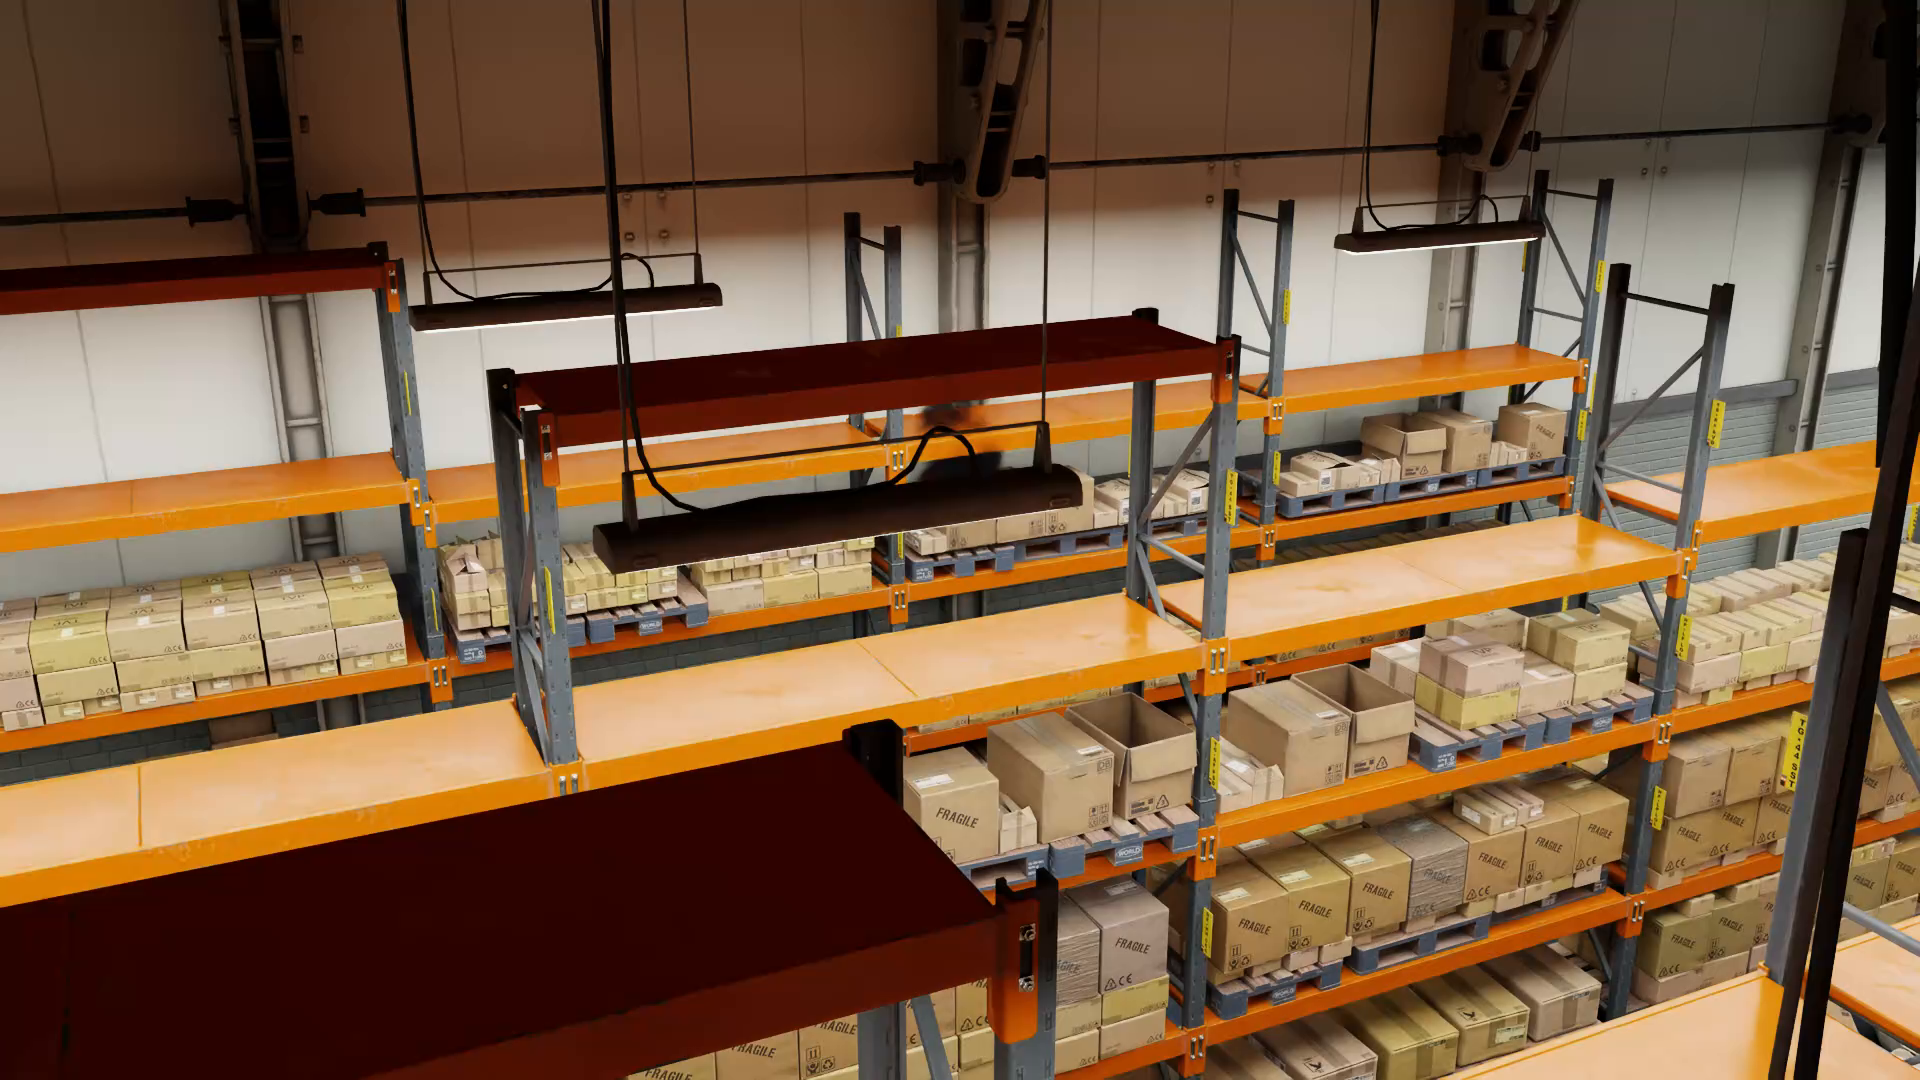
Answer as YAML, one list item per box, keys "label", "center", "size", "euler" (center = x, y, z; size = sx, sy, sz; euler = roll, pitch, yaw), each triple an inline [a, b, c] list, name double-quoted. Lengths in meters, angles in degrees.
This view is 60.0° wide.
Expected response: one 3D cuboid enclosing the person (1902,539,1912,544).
- label: "person"
  center: [11.931, 0.538, 20.650]
  size: [0.775, 1.712, 0.580]
  euler: [-11, 21, -29]
